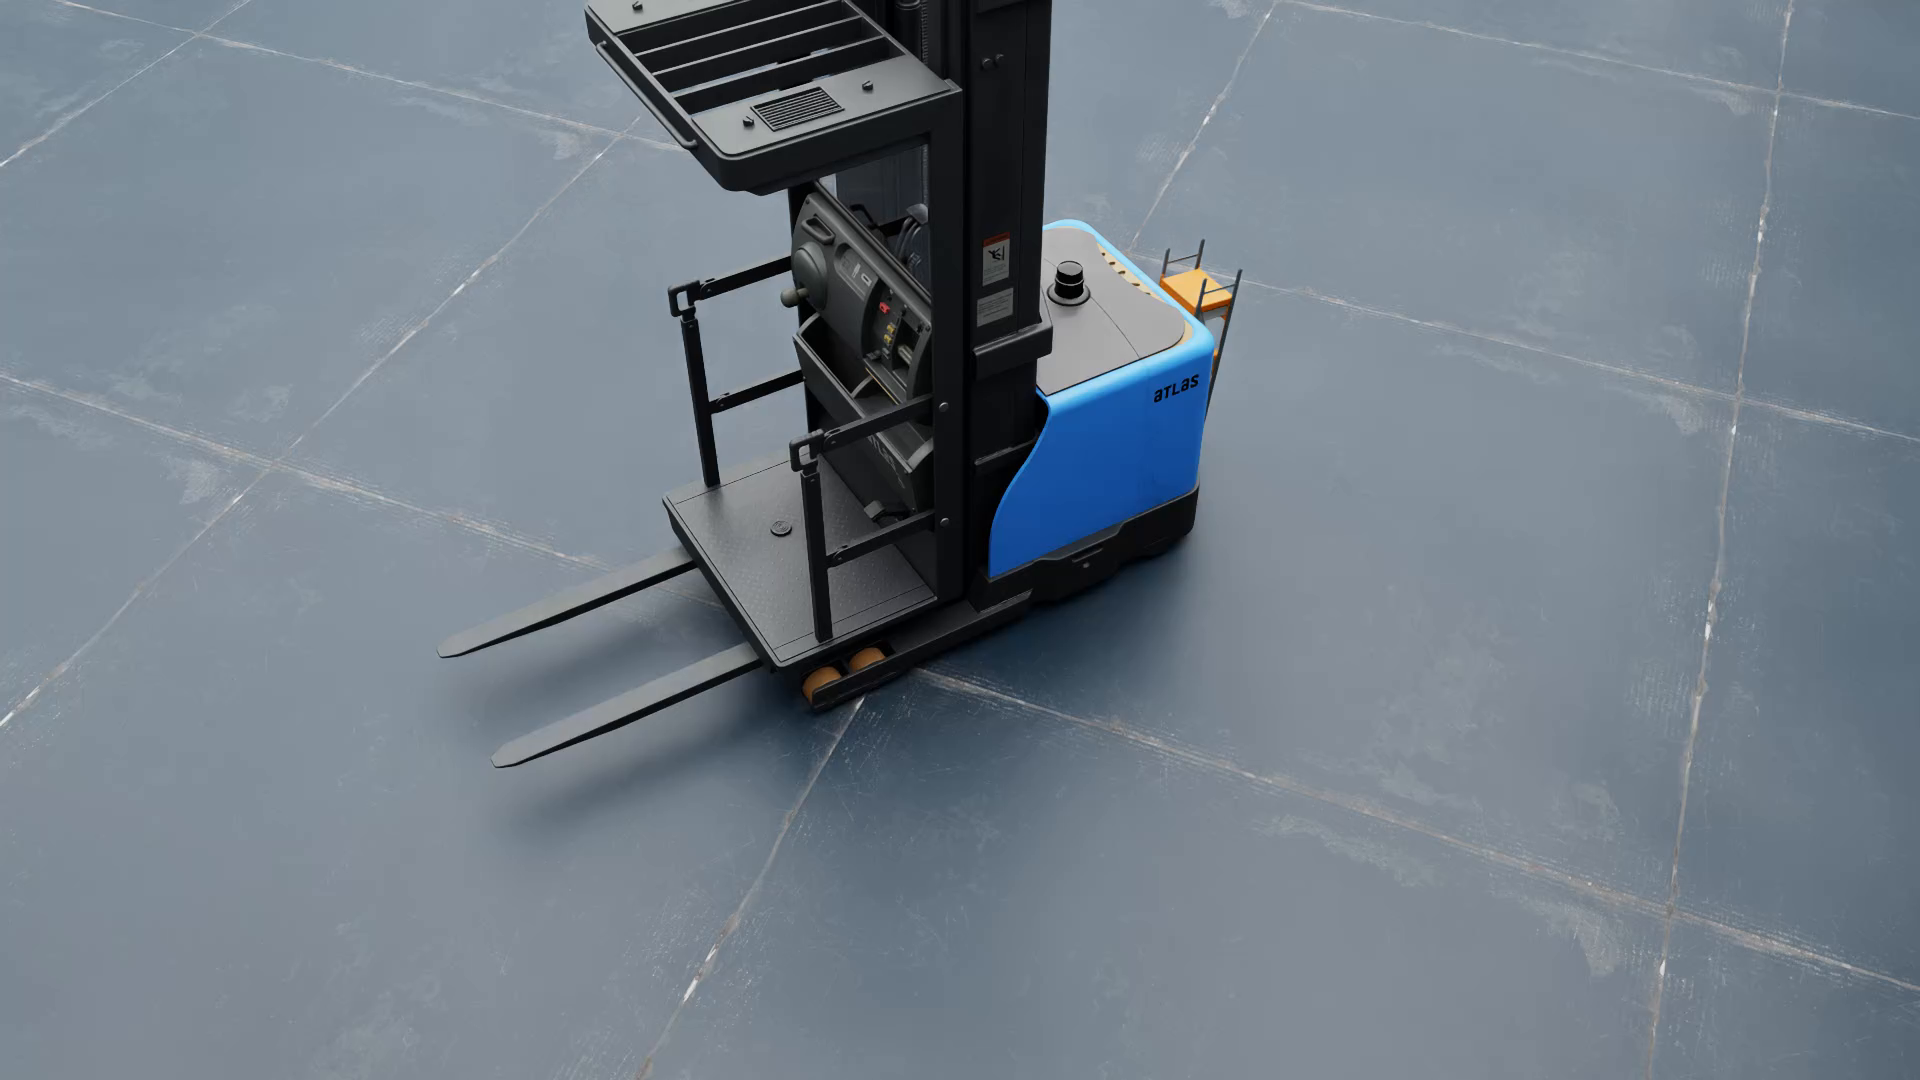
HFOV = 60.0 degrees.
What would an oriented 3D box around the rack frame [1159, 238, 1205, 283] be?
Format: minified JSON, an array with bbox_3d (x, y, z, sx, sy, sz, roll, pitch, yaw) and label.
[{"bbox_3d":[0.874,-0.822,7.156,0.200,1.050,0.008,-19,48,-27],"label":"rack frame"}]

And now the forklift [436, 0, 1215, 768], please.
[{"bbox_3d":[-0.534,-0.814,5.829,3.031,2.935,1.130,-23,49,-21],"label":"forklift"}]

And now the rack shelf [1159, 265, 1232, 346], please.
[{"bbox_3d":[0.965,-0.952,6.903,0.215,0.259,0.240,-19,48,-27],"label":"rack shelf"}]

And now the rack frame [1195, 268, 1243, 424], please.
[{"bbox_3d":[1.003,-0.675,7.009,0.200,1.050,0.008,-19,48,-27],"label":"rack frame"}]

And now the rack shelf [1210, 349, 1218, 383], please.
[{"bbox_3d":[0.938,-0.741,7.090,0.215,0.259,0.240,-19,48,-27],"label":"rack shelf"}]

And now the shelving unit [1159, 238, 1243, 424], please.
[{"bbox_3d":[0.939,-0.749,7.083,0.215,1.050,0.252,-19,48,-27],"label":"shelving unit"}]
